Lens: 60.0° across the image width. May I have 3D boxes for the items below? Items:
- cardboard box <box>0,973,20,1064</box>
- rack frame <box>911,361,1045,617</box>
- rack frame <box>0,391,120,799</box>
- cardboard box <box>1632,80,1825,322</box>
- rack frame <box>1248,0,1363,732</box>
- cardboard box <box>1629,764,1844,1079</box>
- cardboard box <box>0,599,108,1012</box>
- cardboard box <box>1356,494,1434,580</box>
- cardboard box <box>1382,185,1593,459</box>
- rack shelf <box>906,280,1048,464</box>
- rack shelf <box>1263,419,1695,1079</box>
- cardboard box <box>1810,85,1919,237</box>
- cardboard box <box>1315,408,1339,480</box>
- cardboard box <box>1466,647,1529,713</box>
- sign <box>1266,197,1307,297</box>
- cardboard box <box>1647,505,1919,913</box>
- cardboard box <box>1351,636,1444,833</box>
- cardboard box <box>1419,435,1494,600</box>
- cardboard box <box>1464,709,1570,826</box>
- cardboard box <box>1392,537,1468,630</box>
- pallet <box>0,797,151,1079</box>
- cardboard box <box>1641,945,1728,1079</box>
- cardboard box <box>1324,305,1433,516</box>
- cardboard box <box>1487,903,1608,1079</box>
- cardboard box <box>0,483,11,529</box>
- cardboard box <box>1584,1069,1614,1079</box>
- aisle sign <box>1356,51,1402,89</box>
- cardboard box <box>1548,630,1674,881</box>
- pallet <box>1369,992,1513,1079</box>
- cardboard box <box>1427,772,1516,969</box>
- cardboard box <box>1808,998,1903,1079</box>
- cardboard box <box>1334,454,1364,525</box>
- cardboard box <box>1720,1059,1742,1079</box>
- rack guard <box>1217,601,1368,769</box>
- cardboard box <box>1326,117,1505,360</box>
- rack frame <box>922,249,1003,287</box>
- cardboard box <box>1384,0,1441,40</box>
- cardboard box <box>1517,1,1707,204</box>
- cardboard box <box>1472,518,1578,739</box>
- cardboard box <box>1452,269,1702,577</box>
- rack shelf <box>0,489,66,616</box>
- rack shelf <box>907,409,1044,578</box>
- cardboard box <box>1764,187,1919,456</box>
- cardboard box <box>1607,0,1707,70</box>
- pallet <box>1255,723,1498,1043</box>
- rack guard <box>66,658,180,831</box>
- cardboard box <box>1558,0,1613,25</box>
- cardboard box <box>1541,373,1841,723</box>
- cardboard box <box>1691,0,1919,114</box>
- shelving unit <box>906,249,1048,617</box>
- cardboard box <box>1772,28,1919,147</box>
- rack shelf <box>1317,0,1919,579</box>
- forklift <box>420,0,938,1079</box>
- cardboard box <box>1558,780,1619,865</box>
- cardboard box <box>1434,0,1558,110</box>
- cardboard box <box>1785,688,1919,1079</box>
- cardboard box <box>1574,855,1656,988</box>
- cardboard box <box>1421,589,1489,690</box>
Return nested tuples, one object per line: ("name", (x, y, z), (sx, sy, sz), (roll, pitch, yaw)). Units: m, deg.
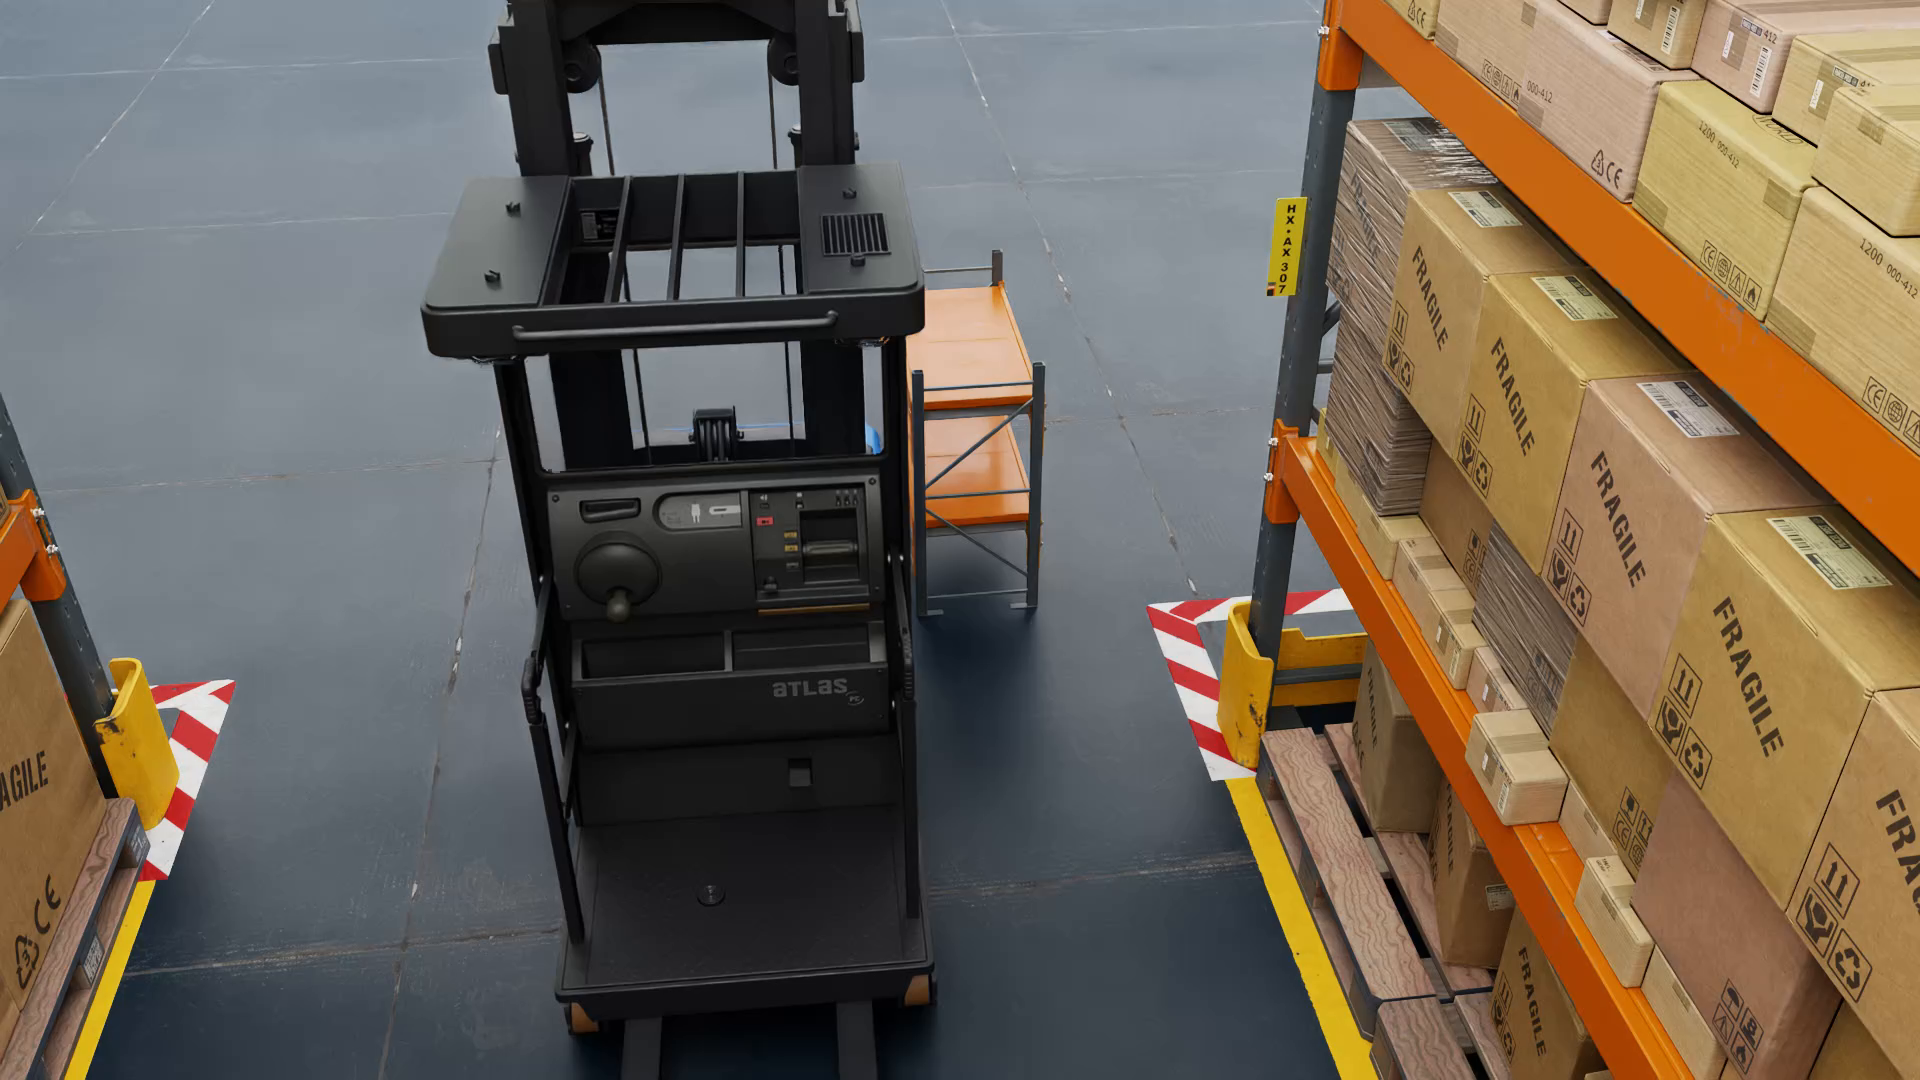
("cardboard box", (-3.101, 1.300, 4.193), (0.875, 0.875, 0.875), (-5, 35, -7))
("rack frame", (0.069, -0.177, 6.511), (0.500, 1.125, 0.032), (-4, 35, -6))
("rack frame", (-3.378, -0.269, 4.981), (1.000, 3.000, 0.127), (-4, 35, -6))
("cardboard box", (1.572, -0.623, 2.970), (0.500, 0.250, 0.500), (-3, 34, -5))
("rack frame", (1.551, -0.588, 5.449), (1.000, 3.000, 0.127), (-4, 35, -6))
("cardboard box", (1.890, 0.671, 3.249), (0.875, 0.500, 0.500), (-4, 35, -6))
("cardboard box", (-3.221, 0.809, 4.913), (0.875, 0.875, 0.875), (-4, 34, -6))
("cardboard box", (1.386, -0.026, 4.847), (0.380, 0.149, 0.250), (-4, 35, -6))
("cardboard box", (1.415, -0.558, 4.165), (0.500, 0.500, 0.500), (-4, 35, -6))
("rack shelf", (0.001, -0.703, 6.763), (0.538, 0.278, 1.000), (-4, 35, -6))
("rack shelf", (1.820, 0.825, 4.014), (1.077, 0.370, 4.000), (-4, 35, -6))
("cardboard box", (1.576, -0.593, 2.572), (0.380, 0.149, 0.250), (-3, 34, -4))
("cardboard box", (1.353, -0.307, 5.260), (0.380, 0.149, 0.250), (-4, 35, -6))
("cardboard box", (1.527, 0.390, 4.237), (0.380, 0.149, 0.250), (-4, 35, -6))
("sign", (1.013, -0.905, 5.145), (0.100, 0.325, 0.005), (-4, 35, -6))
("cardboard box", (1.620, 0.278, 2.937), (0.500, 0.500, 0.500), (-4, 35, -6))
("cardboard box", (1.618, 0.621, 5.522), (0.500, 0.500, 0.500), (2, 34, 2))
("cardboard box", (1.783, -0.173, 4.488), (0.875, 0.500, 0.500), (-4, 35, -6))
("cardboard box", (1.458, 0.537, 4.021), (0.380, 0.149, 0.250), (-4, 35, -6))
("cardboard box", (1.440, 0.112, 4.645), (0.380, 0.149, 0.250), (-4, 35, -6))
("pallet", (-3.193, 1.324, 5.120), (1.003, 0.211, 1.213), (-4, 35, -6))
("cardboard box", (1.649, 0.949, 3.417), (0.380, 0.149, 0.250), (-4, 35, -6))
("cardboard box", (1.597, -0.443, 4.884), (0.875, 0.500, 0.500), (-4, 35, -6))
("cardboard box", (1.798, 1.303, 4.521), (0.500, 0.500, 0.500), (-1, 34, -2))
("cardboard box", (-3.283, -0.127, 4.640), (0.875, 0.550, 0.550), (-4, 35, -6))
("cardboard box", (1.828, 1.618, 4.059), (0.500, 0.500, 0.500), (-7, 35, -11))
("aisle sign", (1.245, -1.674, 4.735), (0.394, 0.787, 0.004), (-4, 35, -6))
("cardboard box", (1.864, 0.389, 3.663), (0.875, 0.500, 0.500), (-4, 35, -6))
("pallet", (1.796, 1.742, 4.507), (1.003, 0.211, 1.213), (-4, 35, -6))
("cardboard box", (1.732, 0.952, 5.036), (0.500, 0.500, 0.500), (4, 35, 6))
("cardboard box", (2.057, 0.942, 2.851), (0.875, 0.500, 0.500), (-4, 35, -6))
("cardboard box", (1.367, -0.166, 5.053), (0.380, 0.149, 0.250), (-4, 35, -6))
("cardboard box", (1.723, 1.085, 3.217), (0.380, 0.149, 0.250), (-4, 35, -6))
("rack guard", (1.561, 0.487, 6.091), (1.175, 0.500, 0.348), (-4, 35, -6))
("cardboard box", (1.354, -0.838, 4.575), (0.500, 0.500, 0.500), (-4, 35, -6))
("rack frame", (-0.067, -0.745, 7.344), (0.500, 1.125, 0.032), (-4, 35, -6))
("cardboard box", (1.359, -1.477, 4.224), (0.500, 0.250, 0.500), (-3, 34, -5))
("cardboard box", (1.497, -0.913, 3.396), (0.500, 0.250, 0.500), (-4, 35, -7))
("cardboard box", (1.808, 0.109, 4.074), (0.875, 0.500, 0.500), (-4, 35, -6))
("cardboard box", (1.483, -0.280, 3.756), (0.500, 0.500, 0.500), (-4, 35, -6))
("rack shelf", (-3.109, 1.144, 3.546), (1.077, 0.370, 4.000), (-4, 35, -6))
("rack shelf", (0.001, -0.259, 7.065), (0.538, 0.278, 1.000), (-4, 35, -6))
("cardboard box", (1.635, -0.344, 2.561), (0.500, 0.250, 0.500), (-5, 35, -7))
("cardboard box", (1.500, -1.031, 3.215), (0.380, 0.149, 0.250), (-6, 35, -9))
("pallet", (1.635, 1.063, 5.503), (1.003, 0.211, 1.213), (-4, 35, -6))
("rack guard", (-3.381, 0.751, 5.705), (1.175, 0.500, 0.348), (-4, 35, -6))
("cardboard box", (1.448, -1.182, 3.437), (0.380, 0.149, 0.250), (-4, 35, -7))
("cardboard box", (1.557, -0.001, 3.347), (0.500, 0.500, 0.500), (-4, 35, -6))
("cardboard box", (1.579, -0.895, 3.016), (0.380, 0.149, 0.250), (-5, 35, -7))
("shelving unit", (0.001, -0.461, 6.928), (0.538, 1.125, 1.048), (-4, 35, -6))
("cardboard box", (1.627, -0.750, 2.802), (0.380, 0.149, 0.250), (-6, 35, -8))
("rack shelf", (1.820, -0.414, 3.170), (1.077, 0.370, 4.000), (-4, 35, -6))
("forklift", (-0.661, 0.079, 4.531), (1.130, 2.935, 3.031), (-3, 34, -5))
("cardboard box", (1.623, 0.667, 3.831), (0.380, 0.149, 0.250), (-4, 35, -6))
("cardboard box", (1.435, -1.190, 3.802), (0.500, 0.250, 0.500), (-5, 35, -7))
("cardboard box", (1.687, 0.557, 2.528), (0.500, 0.500, 0.500), (-4, 35, -6))
("cardboard box", (1.581, 0.812, 3.618), (0.380, 0.149, 0.250), (-4, 35, -6))
("cardboard box", (1.467, 0.252, 4.439), (0.380, 0.149, 0.250), (-4, 35, -6))
